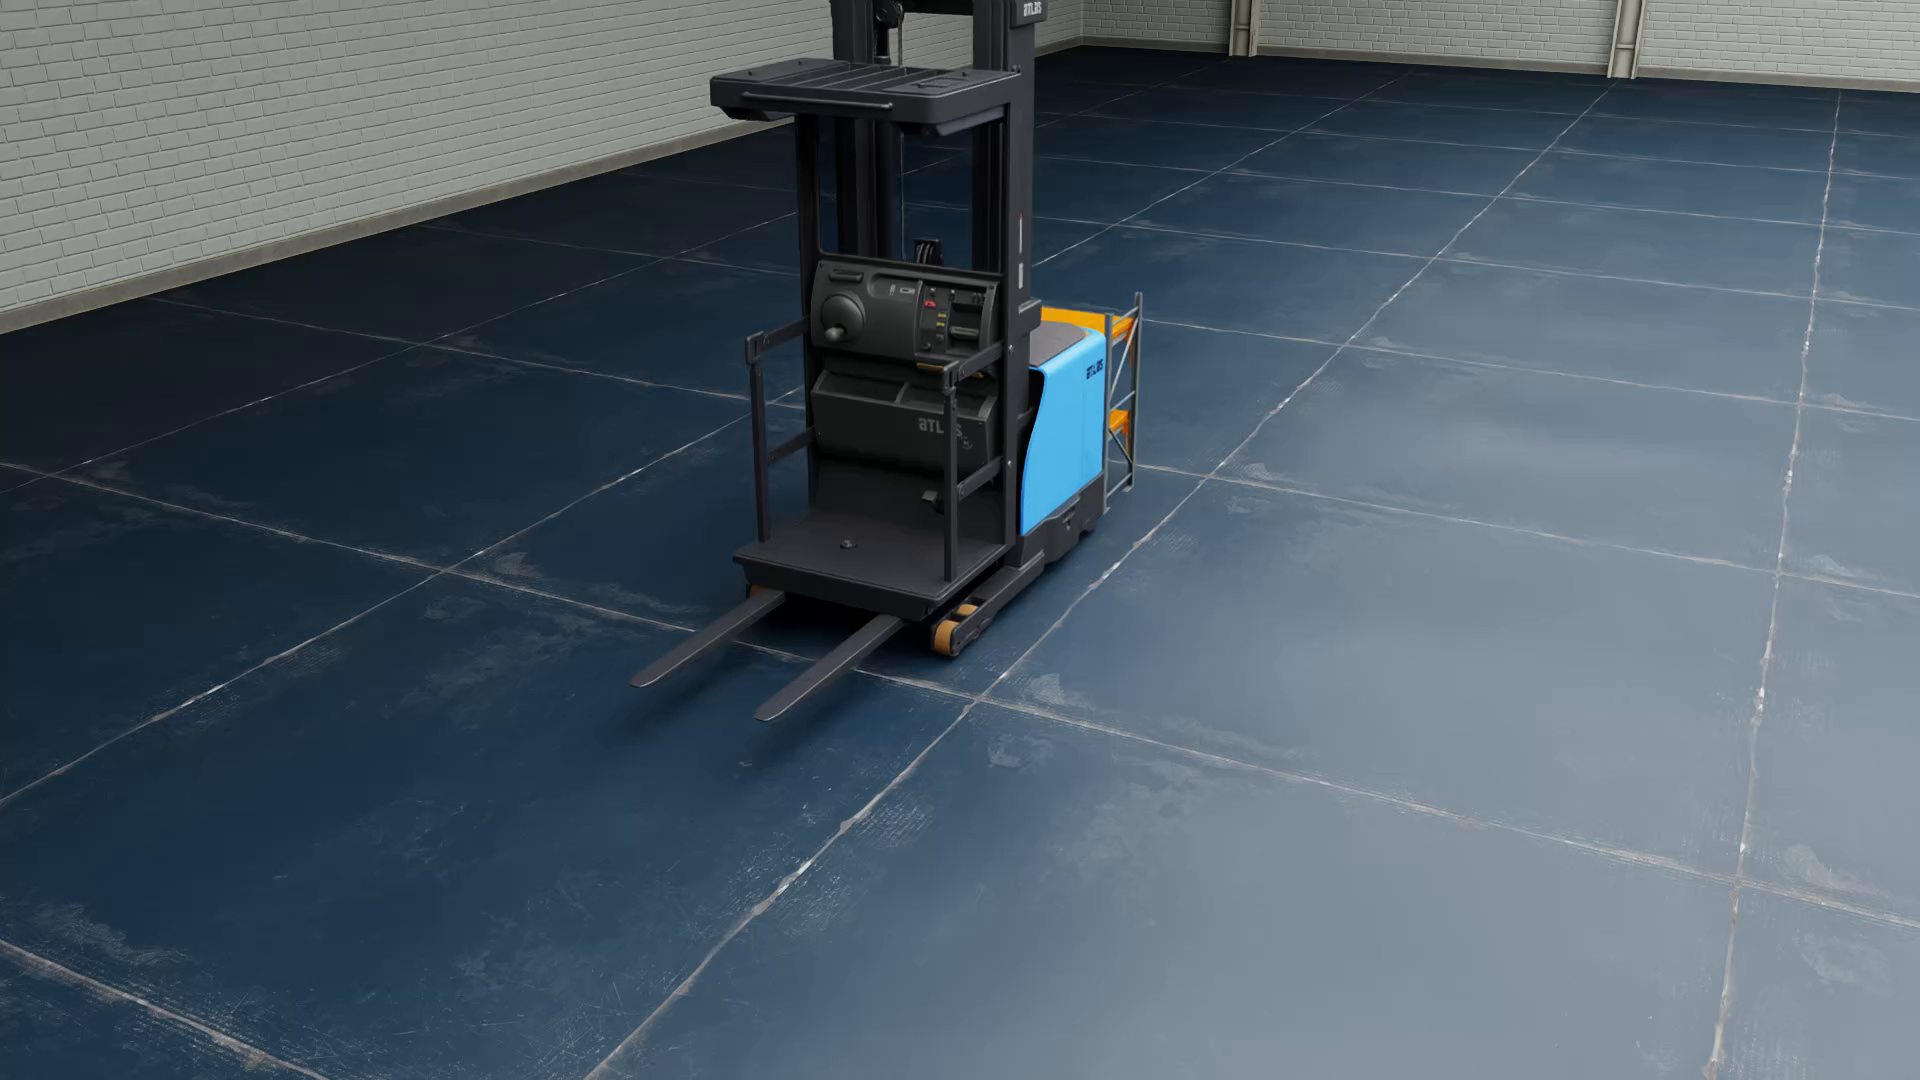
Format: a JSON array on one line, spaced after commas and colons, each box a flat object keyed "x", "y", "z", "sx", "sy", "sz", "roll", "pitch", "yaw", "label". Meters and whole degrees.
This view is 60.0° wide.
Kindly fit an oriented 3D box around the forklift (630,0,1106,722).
[{"x": -0.360, "y": -1.019, "z": 7.402, "sx": 1.130, "sy": 2.935, "sz": 3.031, "roll": 11, "pitch": 26, "yaw": 25, "label": "forklift"}]

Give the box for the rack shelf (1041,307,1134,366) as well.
[{"x": 0.414, "y": -1.097, "z": 9.143, "sx": 1.000, "sy": 0.278, "sz": 0.538, "roll": 11, "pitch": 25, "yaw": 23, "label": "rack shelf"}]

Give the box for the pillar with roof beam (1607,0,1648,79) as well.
[{"x": 8.147, "y": -9.700, "z": 20.060, "sx": 0.400, "sy": 9.000, "sz": 9.100, "roll": 11, "pitch": 25, "yaw": 25, "label": "pillar with roof beam"}]

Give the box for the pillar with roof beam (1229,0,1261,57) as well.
[{"x": 2.792, "y": -10.759, "z": 22.551, "sx": 0.400, "sy": 9.000, "sz": 9.100, "roll": 11, "pitch": 25, "yaw": 25, "label": "pillar with roof beam"}]

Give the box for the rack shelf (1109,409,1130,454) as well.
[{"x": 0.414, "y": -0.602, "z": 9.353, "sx": 1.000, "sy": 0.278, "sz": 0.538, "roll": 11, "pitch": 25, "yaw": 23, "label": "rack shelf"}]

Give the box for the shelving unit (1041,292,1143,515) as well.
[{"x": 0.414, "y": -0.827, "z": 9.258, "sx": 1.048, "sy": 1.125, "sz": 0.538, "roll": 11, "pitch": 25, "yaw": 23, "label": "shelving unit"}]

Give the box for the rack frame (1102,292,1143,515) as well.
[{"x": 0.873, "y": -0.742, "z": 9.057, "sx": 0.032, "sy": 1.125, "sz": 0.500, "roll": 11, "pitch": 25, "yaw": 23, "label": "rack frame"}]
